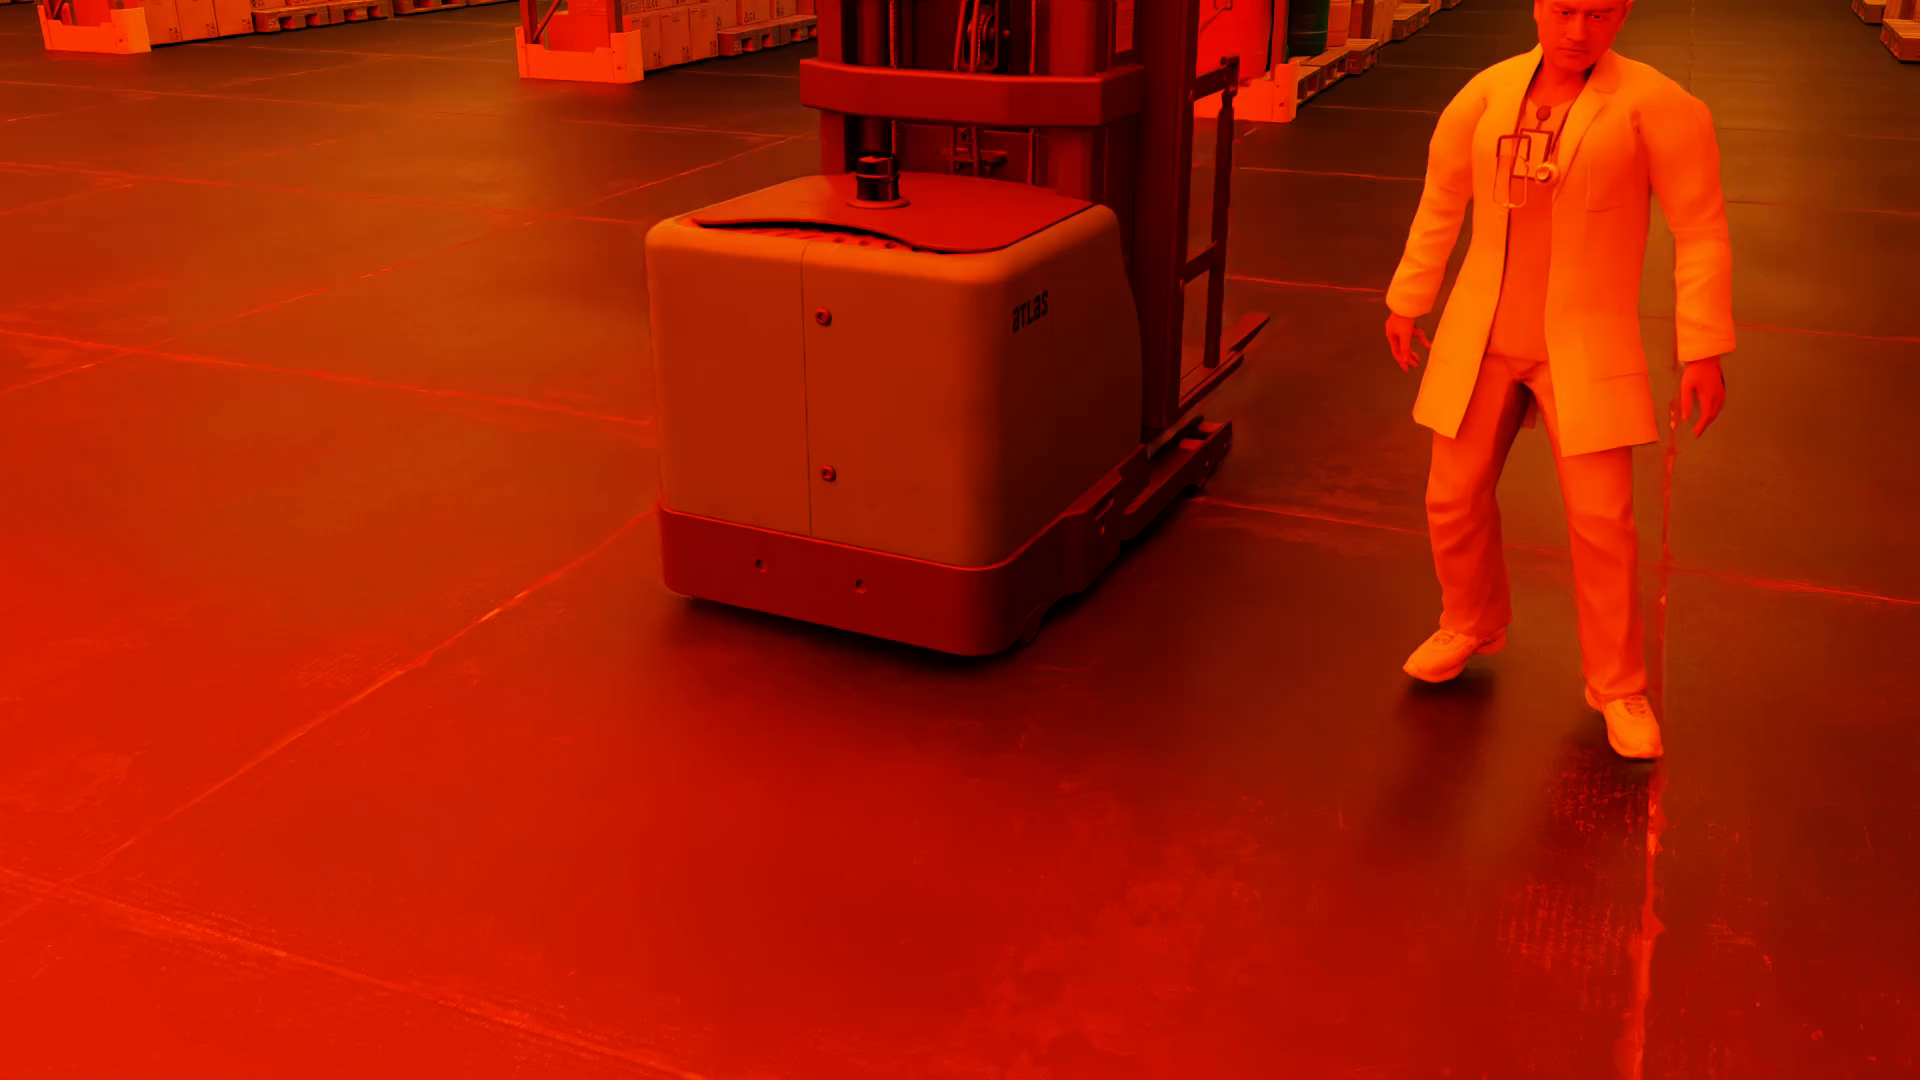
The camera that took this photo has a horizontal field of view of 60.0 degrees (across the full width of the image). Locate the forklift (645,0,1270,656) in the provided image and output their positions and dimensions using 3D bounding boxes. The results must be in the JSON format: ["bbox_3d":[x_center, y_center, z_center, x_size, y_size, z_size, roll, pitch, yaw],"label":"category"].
[{"bbox_3d":[0.278,-1.591,5.099,1.130,2.935,3.031,11,25,24],"label":"forklift"}]

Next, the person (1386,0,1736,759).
[{"bbox_3d":[1.352,-0.449,3.813,0.885,1.746,0.425,18,28,36],"label":"person"}]
